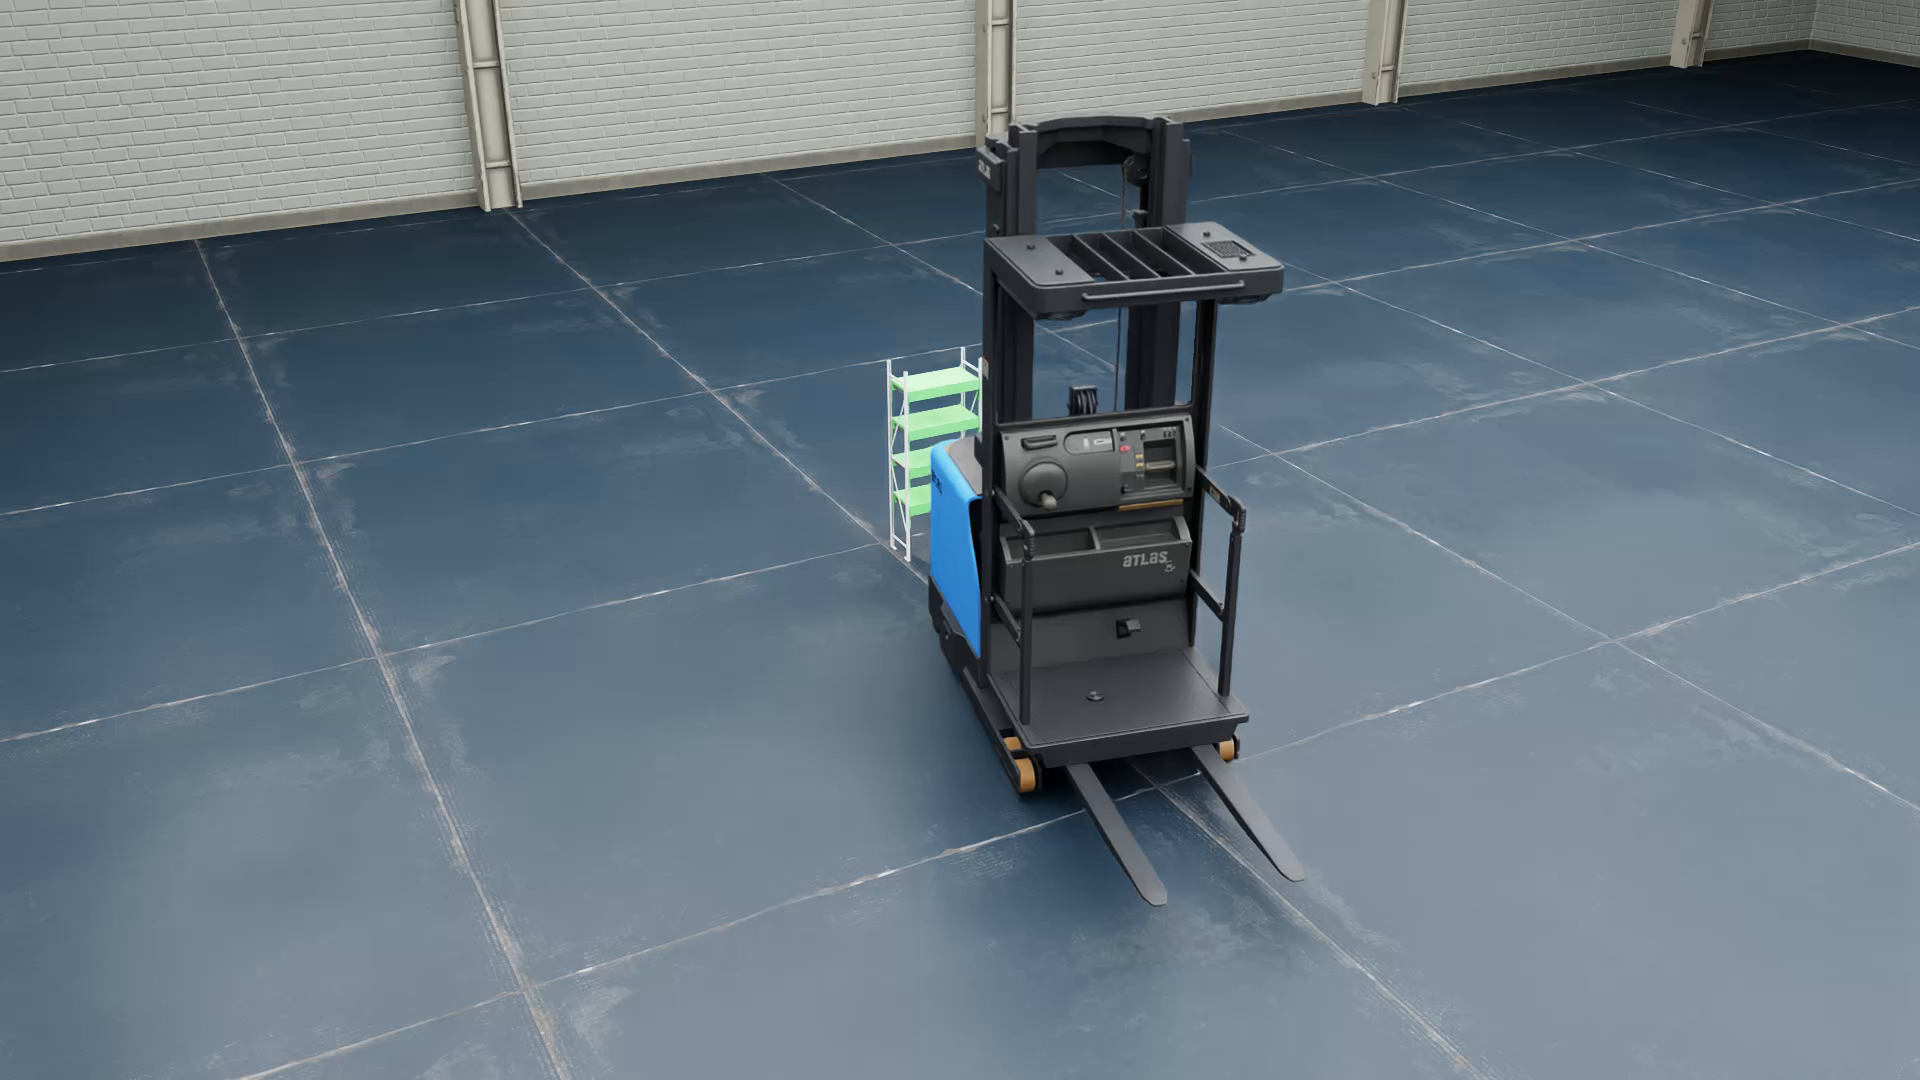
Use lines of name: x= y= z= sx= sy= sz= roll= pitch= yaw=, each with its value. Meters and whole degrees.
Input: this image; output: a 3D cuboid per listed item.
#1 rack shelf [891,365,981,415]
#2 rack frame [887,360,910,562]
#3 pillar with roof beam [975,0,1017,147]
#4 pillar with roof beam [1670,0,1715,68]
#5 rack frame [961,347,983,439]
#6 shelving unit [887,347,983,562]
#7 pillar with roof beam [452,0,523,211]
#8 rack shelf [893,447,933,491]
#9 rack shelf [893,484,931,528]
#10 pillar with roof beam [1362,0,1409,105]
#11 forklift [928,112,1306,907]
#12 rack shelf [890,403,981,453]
rack shelf: x=-0.146 y=-0.882 z=9.740 sx=0.480 sy=0.148 sz=0.258 roll=-13 pitch=29 yaw=-25
rack frame: x=-0.361 y=-0.457 z=9.817 sx=0.015 sy=1.200 sz=0.240 roll=-13 pitch=29 yaw=-25
pillar with roof beam: x=2.452 y=-7.175 z=14.797 sx=0.400 sy=9.000 sz=9.100 roll=-13 pitch=29 yaw=-25
pillar with roof beam: x=13.040 y=-9.619 z=19.887 sx=0.400 sy=9.000 sz=9.100 roll=-13 pitch=29 yaw=-25
rack frame: x=0.069 y=-0.557 z=10.024 sx=0.015 sy=1.200 sz=0.240 roll=-13 pitch=29 yaw=-25
shelving unit: x=-0.146 y=-0.507 z=9.920 sx=0.503 sy=1.200 sz=0.258 roll=-13 pitch=29 yaw=-25
pillar with roof beam: x=-2.842 y=-5.953 z=12.251 sx=0.400 sy=9.000 sz=9.100 roll=-13 pitch=29 yaw=-25
rack shelf: x=-0.146 y=-0.450 z=9.948 sx=0.480 sy=0.148 sz=0.258 roll=-13 pitch=29 yaw=-25
rack shelf: x=-0.146 y=-0.233 z=10.052 sx=0.480 sy=0.148 sz=0.258 roll=-13 pitch=29 yaw=-25
pillar with roof beam: x=7.746 y=-8.397 z=17.342 sx=0.400 sy=9.000 sz=9.100 roll=-13 pitch=29 yaw=-25
forklift: x=0.704 y=-0.322 z=7.534 sx=1.130 sy=2.935 sz=3.031 roll=-7 pitch=26 yaw=-14
rack shelf: x=-0.146 y=-0.666 z=9.844 sx=0.480 sy=0.148 sz=0.258 roll=-13 pitch=29 yaw=-25
